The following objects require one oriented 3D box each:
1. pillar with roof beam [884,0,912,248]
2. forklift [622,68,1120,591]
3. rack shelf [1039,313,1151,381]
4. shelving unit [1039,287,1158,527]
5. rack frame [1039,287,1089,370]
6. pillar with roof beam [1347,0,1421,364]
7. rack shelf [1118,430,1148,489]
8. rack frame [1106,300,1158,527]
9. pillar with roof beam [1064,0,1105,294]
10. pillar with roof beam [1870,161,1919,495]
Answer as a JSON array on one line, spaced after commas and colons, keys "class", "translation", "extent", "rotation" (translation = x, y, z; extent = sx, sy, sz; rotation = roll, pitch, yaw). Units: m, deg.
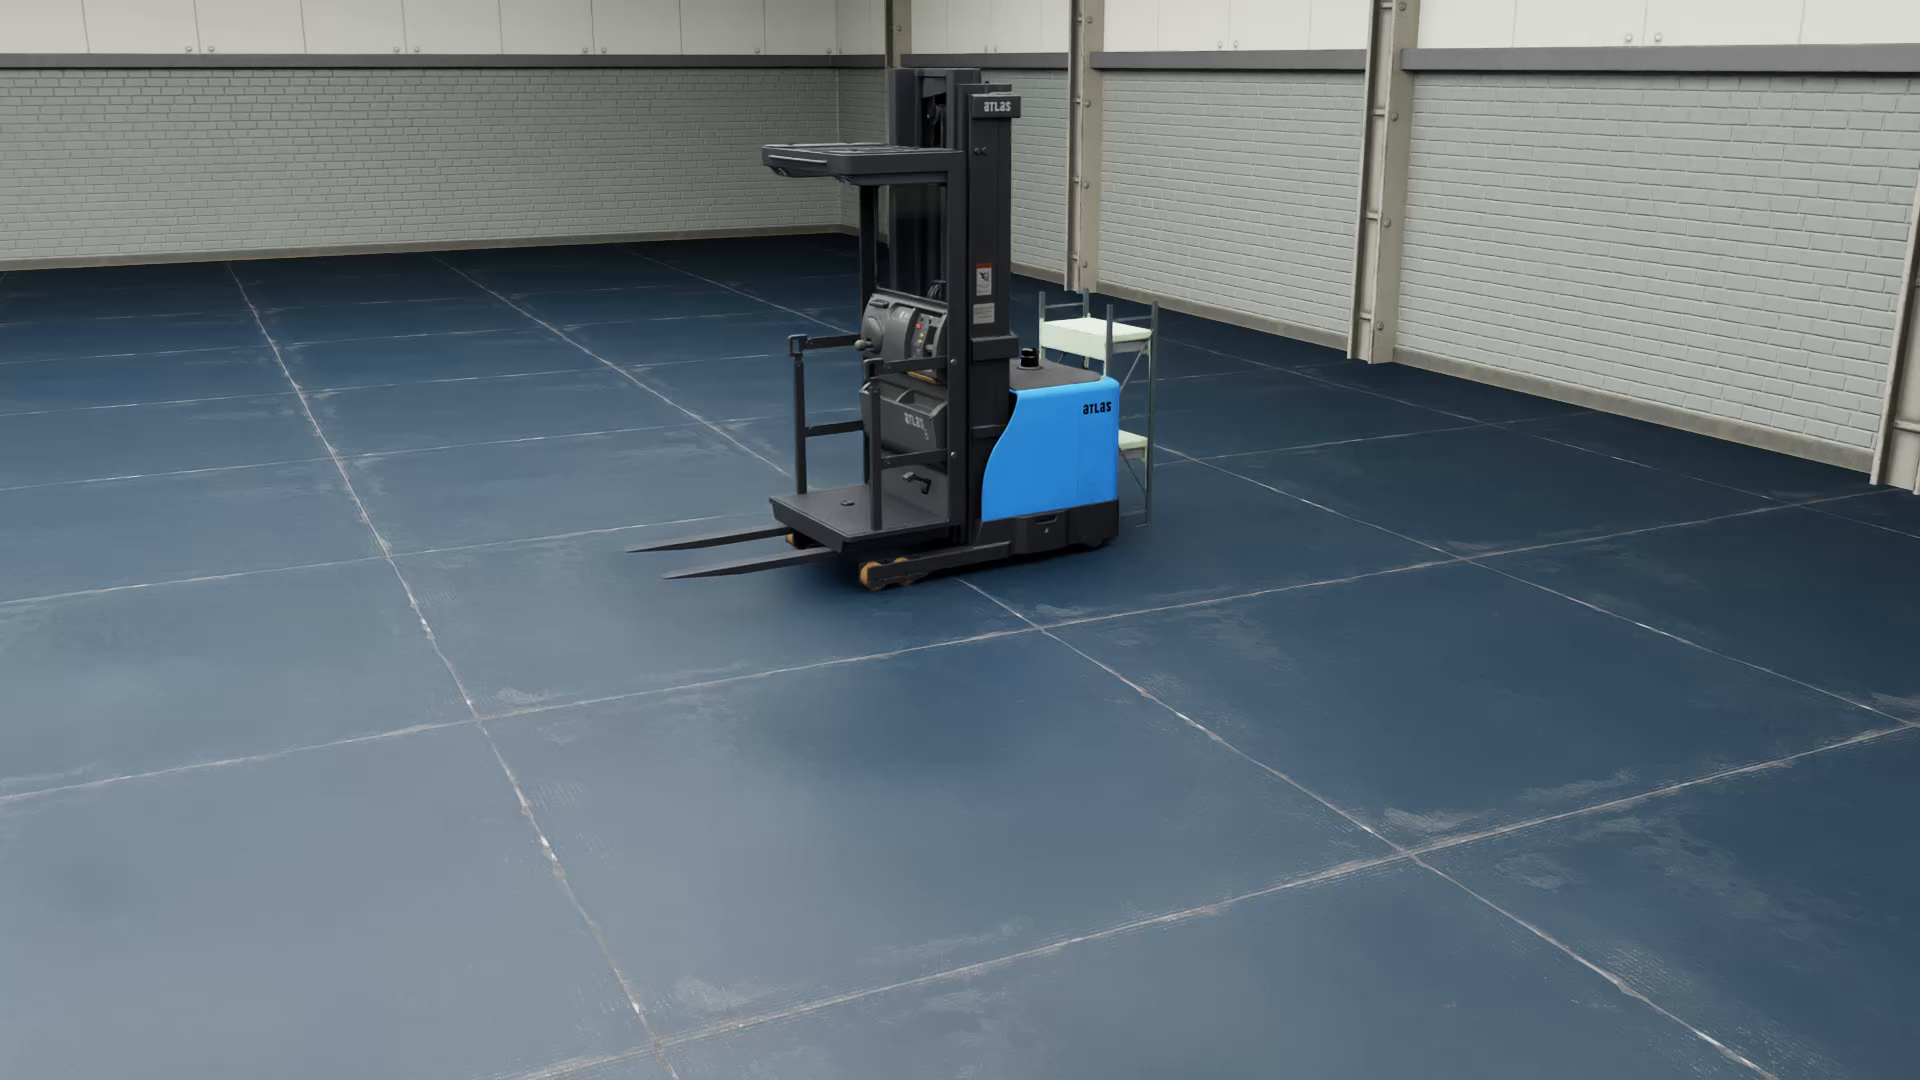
[{"class": "pillar with roof beam", "translation": [-4.861, -8.654, 24.594], "extent": [9.100, 9.000, 0.400], "rotation": [-8, 18, -25]}, {"class": "forklift", "translation": [-0.515, -1.278, 9.891], "extent": [3.031, 2.935, 1.130], "rotation": [-9, 19, -30]}, {"class": "rack shelf", "translation": [0.902, -1.252, 10.980], "extent": [0.431, 0.370, 0.720], "rotation": [-10, 19, -32]}, {"class": "shelving unit", "translation": [0.901, -0.877, 11.088], "extent": [0.431, 1.500, 0.755], "rotation": [-10, 19, -32]}, {"class": "rack frame", "translation": [0.702, -0.962, 11.383], "extent": [0.400, 1.500, 0.023], "rotation": [-10, 19, -32]}, {"class": "pillar with roof beam", "translation": [0.396, -5.679, 14.225], "extent": [9.100, 9.000, 0.400], "rotation": [-8, 18, -25]}, {"class": "rack shelf", "translation": [0.901, -0.564, 11.178], "extent": [0.431, 0.370, 0.720], "rotation": [-10, 19, -32]}, {"class": "rack frame", "translation": [1.101, -0.792, 10.793], "extent": [0.400, 1.500, 0.023], "rotation": [-10, 19, -32]}, {"class": "pillar with roof beam", "translation": [-2.233, -7.166, 19.409], "extent": [9.100, 9.000, 0.400], "rotation": [-8, 18, -25]}, {"class": "pillar with roof beam", "translation": [3.024, -4.191, 9.041], "extent": [9.100, 9.000, 0.400], "rotation": [-8, 18, -25]}]
